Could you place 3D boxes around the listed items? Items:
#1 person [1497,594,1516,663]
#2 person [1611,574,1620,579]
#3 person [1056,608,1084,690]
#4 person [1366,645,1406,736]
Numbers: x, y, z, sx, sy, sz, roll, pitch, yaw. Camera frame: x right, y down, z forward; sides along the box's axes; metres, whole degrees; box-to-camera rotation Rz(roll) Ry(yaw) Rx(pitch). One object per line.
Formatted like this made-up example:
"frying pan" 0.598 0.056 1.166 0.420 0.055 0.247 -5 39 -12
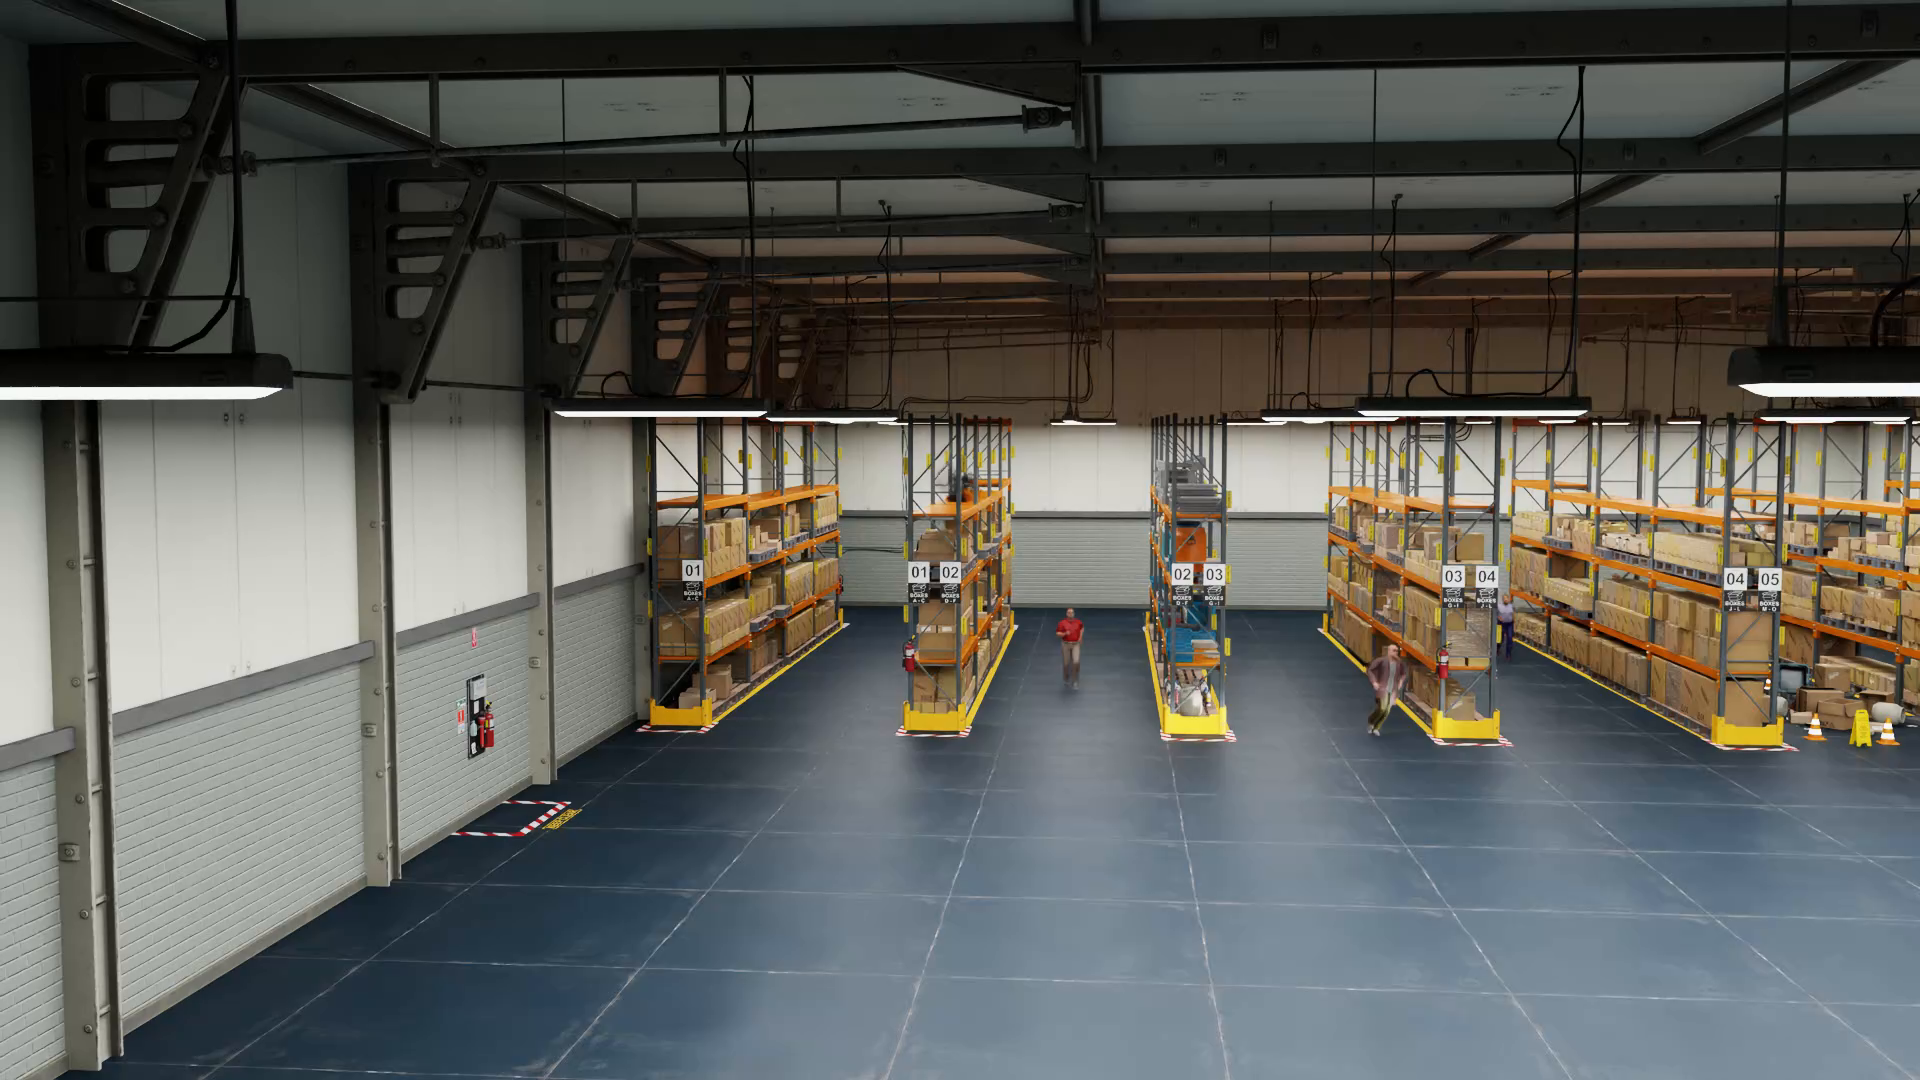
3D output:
"person" 13.434 2.149 41.019 0.614 1.646 0.900 0 4 4
"person" 18.717 1.752 47.211 0.760 1.598 0.533 1 4 15
"person" 2.438 2.396 36.623 0.640 1.791 0.755 0 4 -3
"person" 7.952 2.793 30.834 0.741 1.698 0.582 -1 4 -11
